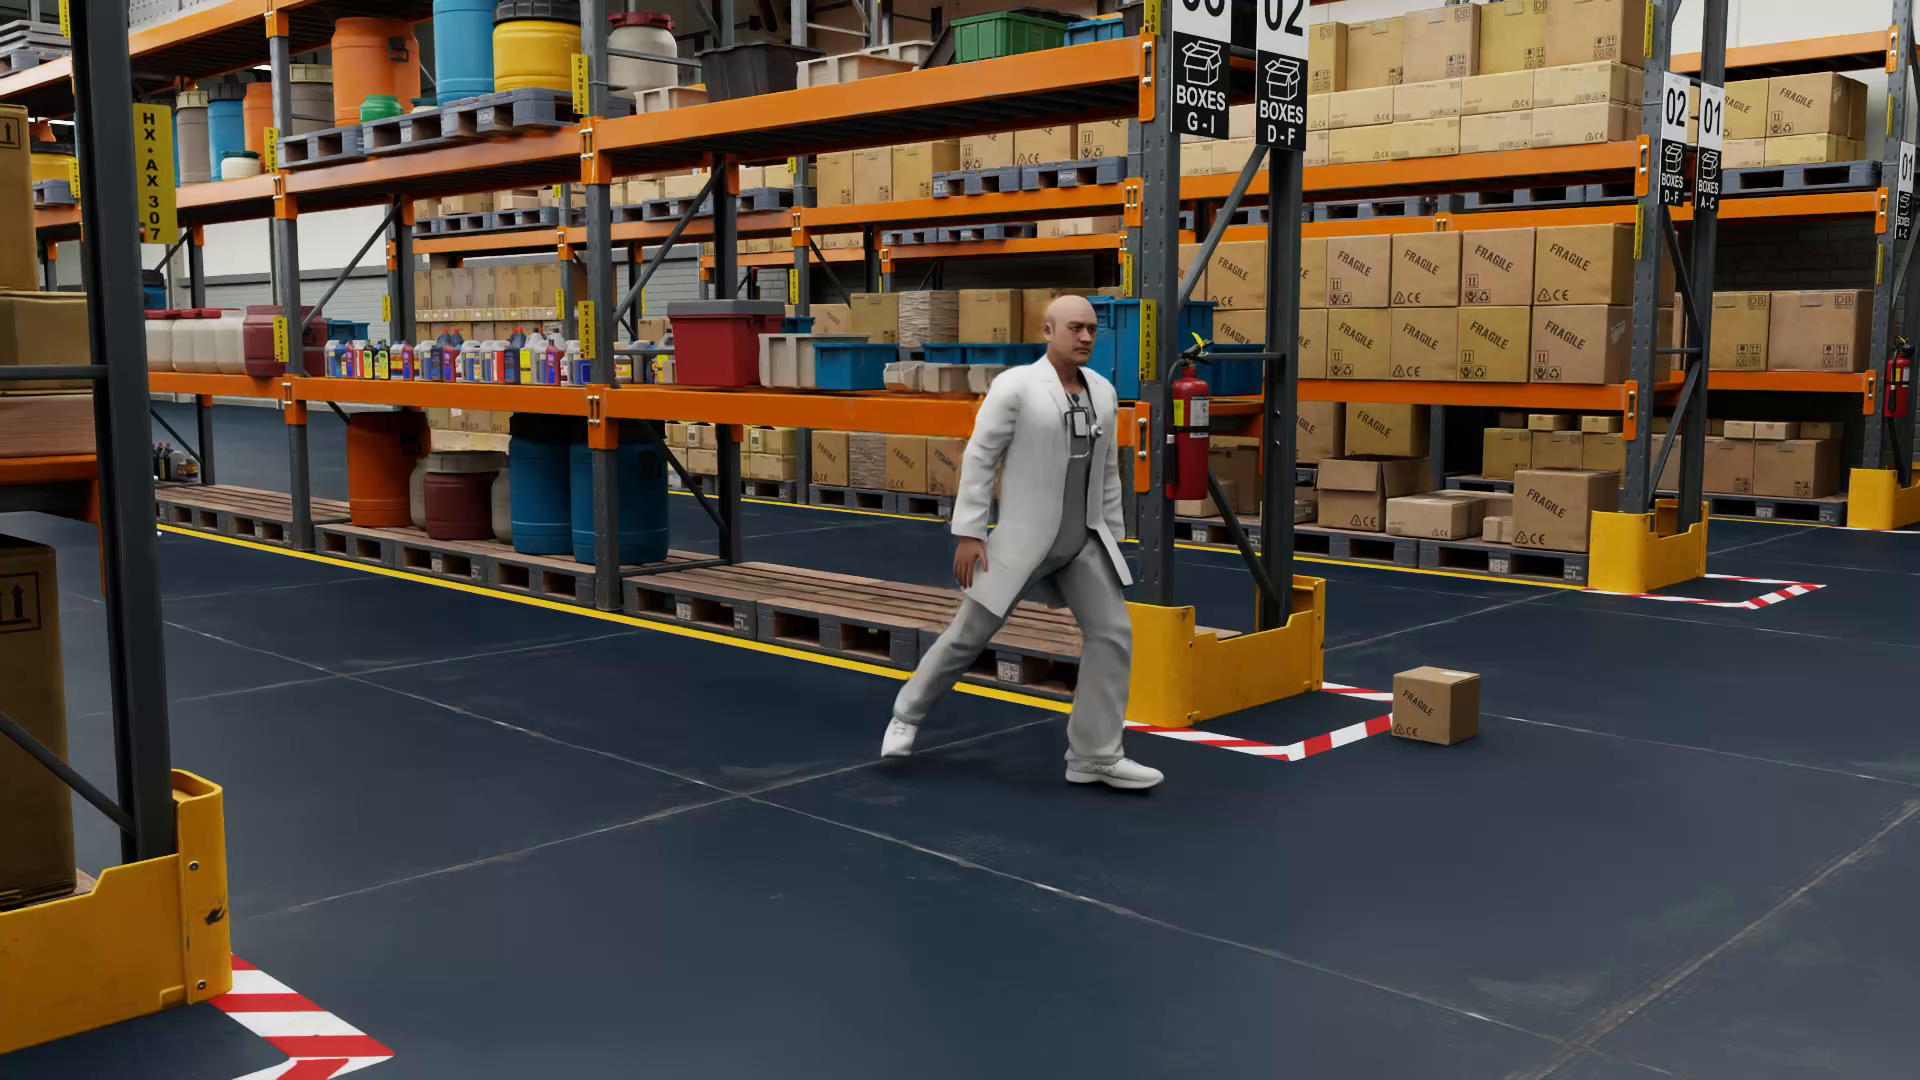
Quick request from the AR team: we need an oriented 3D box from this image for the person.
[{"bbox_3d":[0.203,-0.003,5.952,0.840,1.727,0.957,-4,8,-33],"label":"person"}]
